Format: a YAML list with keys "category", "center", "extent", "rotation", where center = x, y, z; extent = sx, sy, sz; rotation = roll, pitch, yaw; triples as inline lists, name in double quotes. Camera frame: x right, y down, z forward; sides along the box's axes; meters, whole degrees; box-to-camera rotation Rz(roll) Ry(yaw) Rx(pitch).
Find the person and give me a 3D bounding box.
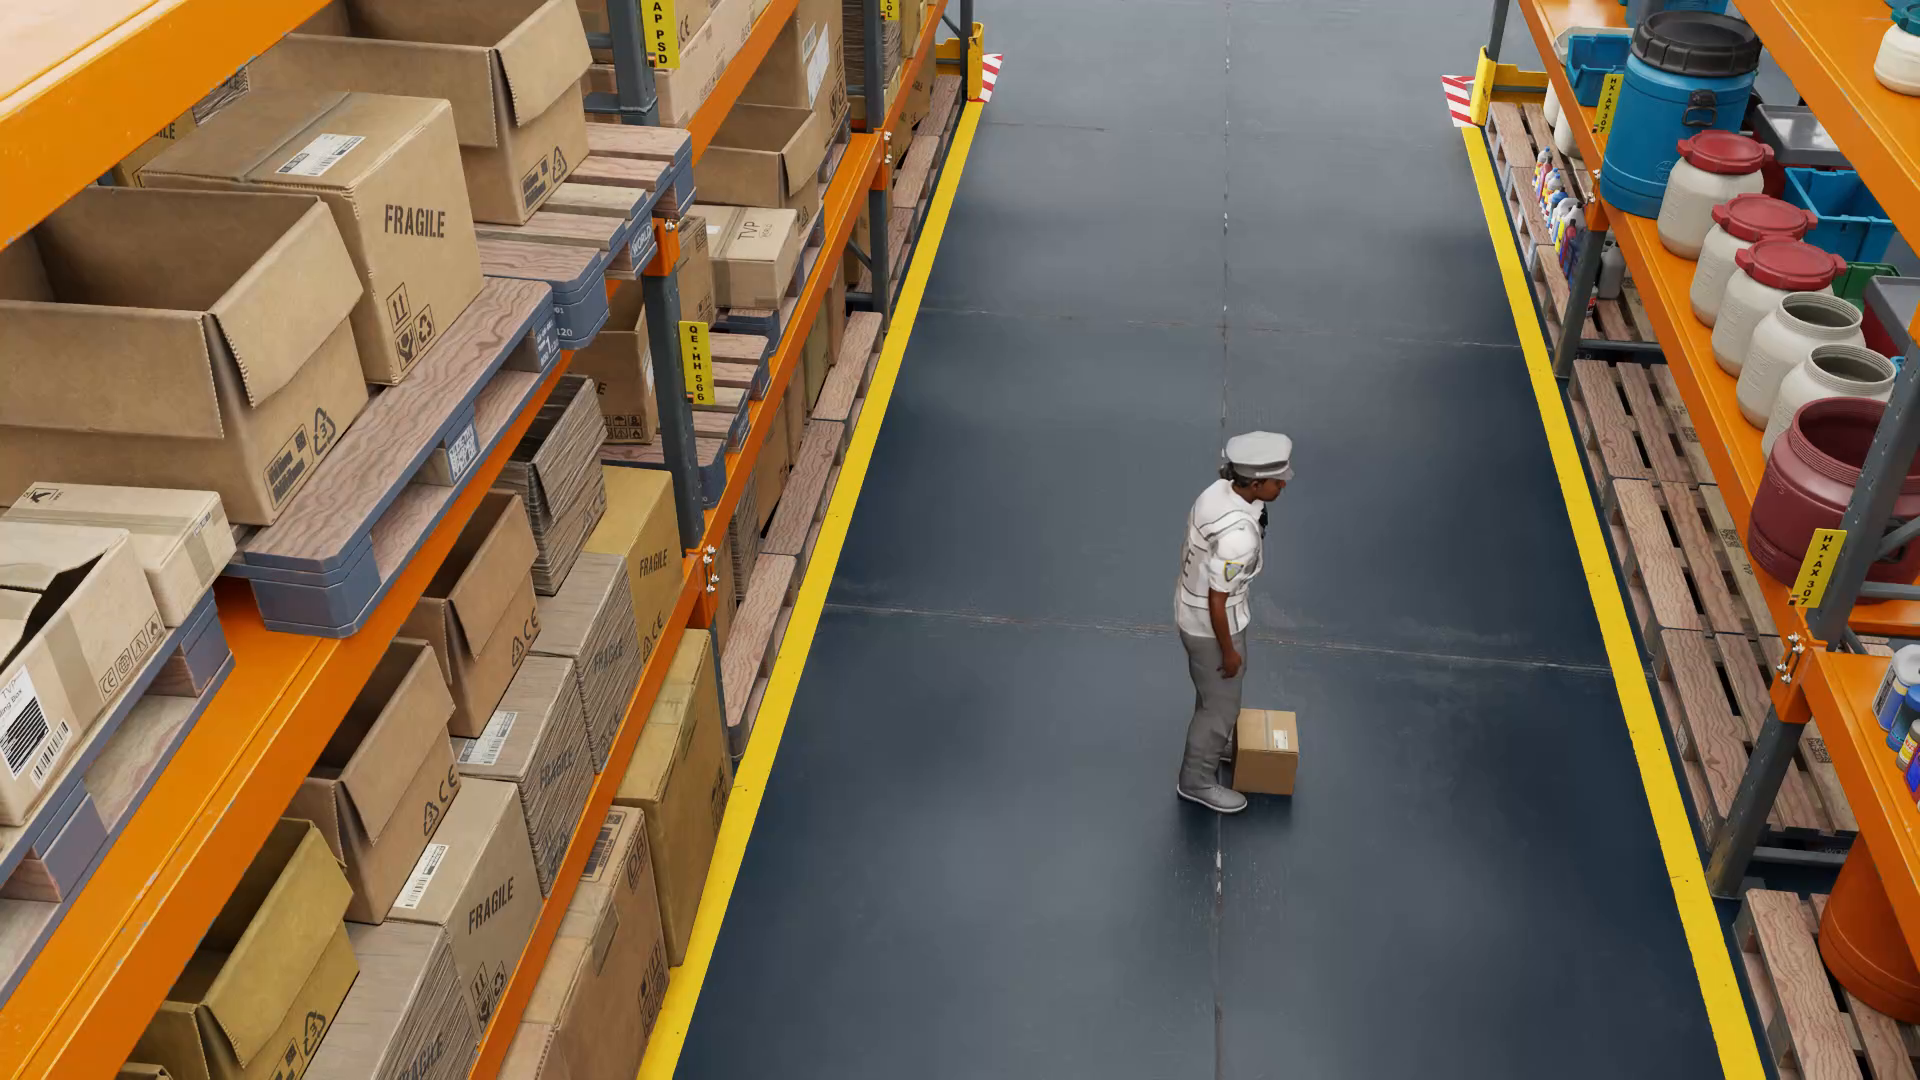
- category: "person"
  center: [1.058, 0.316, 6.609]
  extent: [0.416, 1.659, 0.505]
  rotation: [5, 37, 6]
